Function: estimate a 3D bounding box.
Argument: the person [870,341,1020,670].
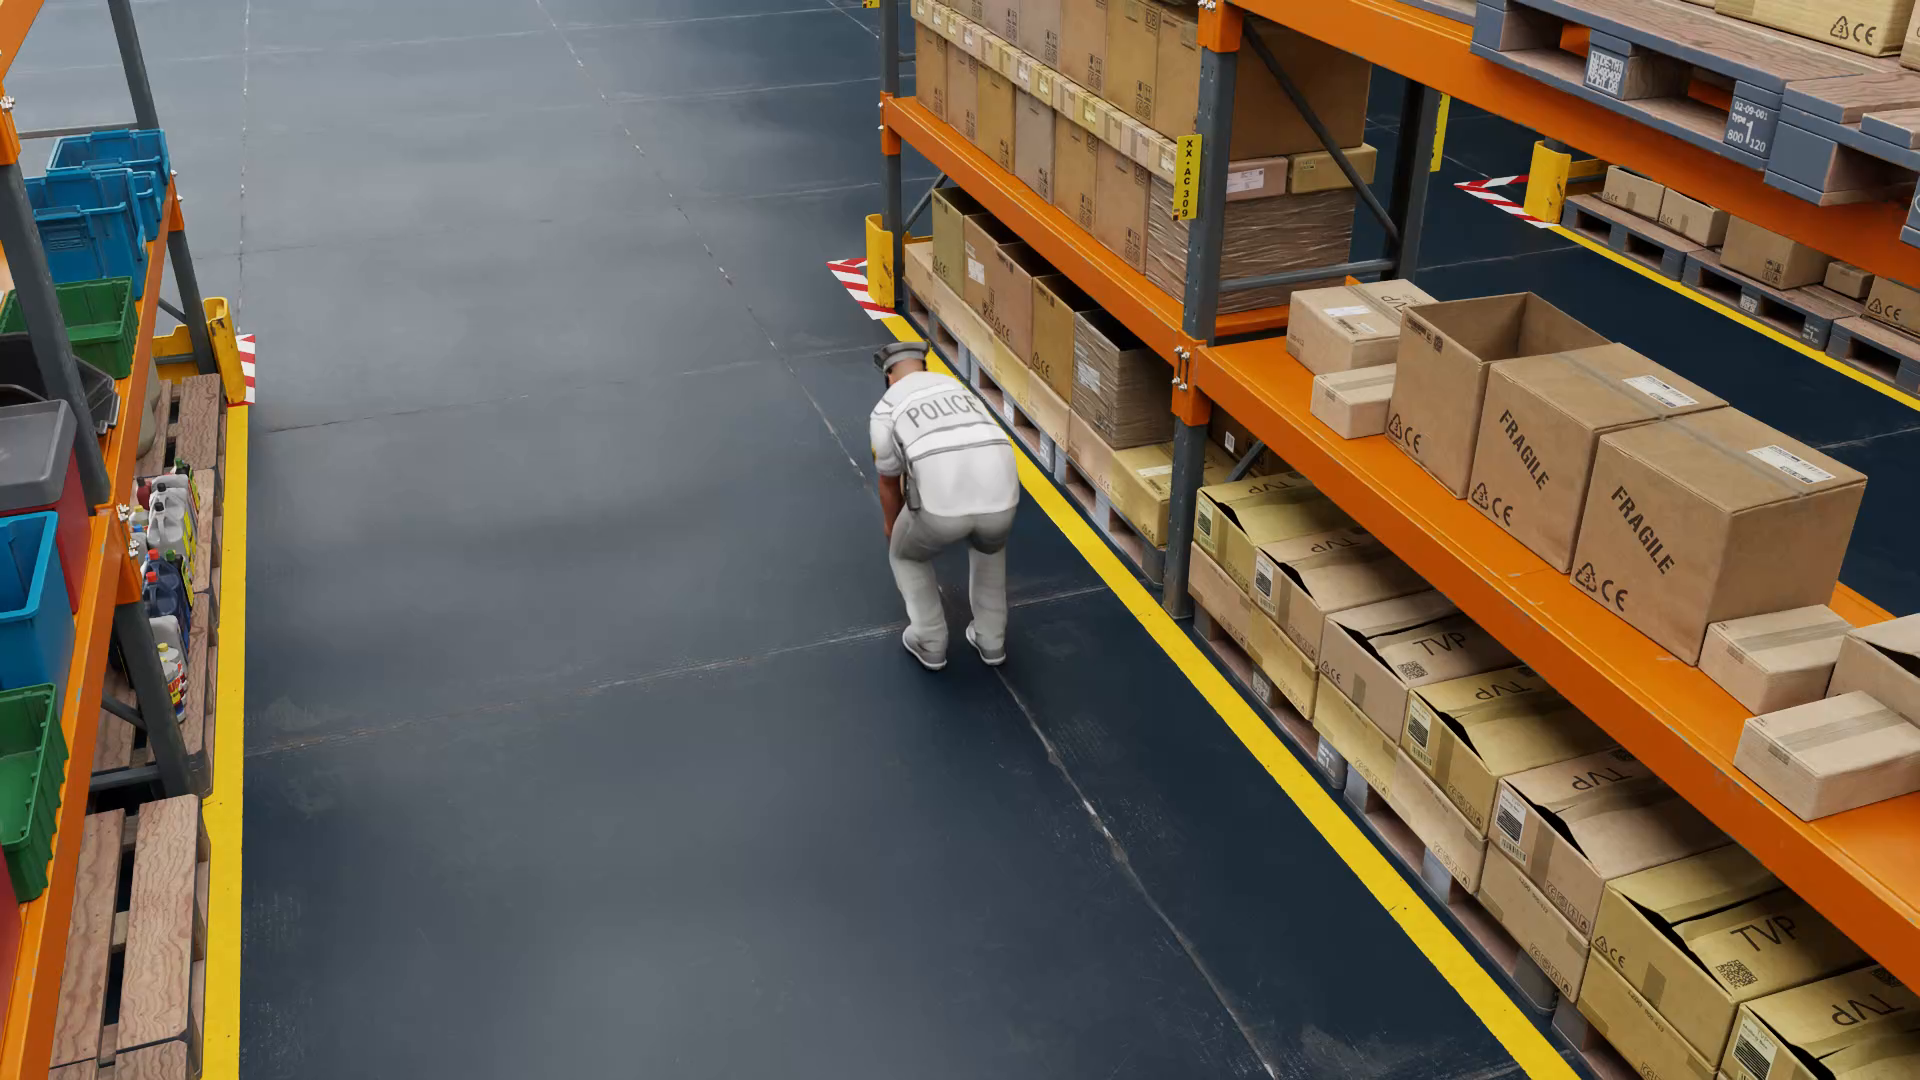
[{"bbox_3d":[-0.087,-0.141,6.916,0.511,1.215,1.021,-10,31,-17],"label":"person"}]
